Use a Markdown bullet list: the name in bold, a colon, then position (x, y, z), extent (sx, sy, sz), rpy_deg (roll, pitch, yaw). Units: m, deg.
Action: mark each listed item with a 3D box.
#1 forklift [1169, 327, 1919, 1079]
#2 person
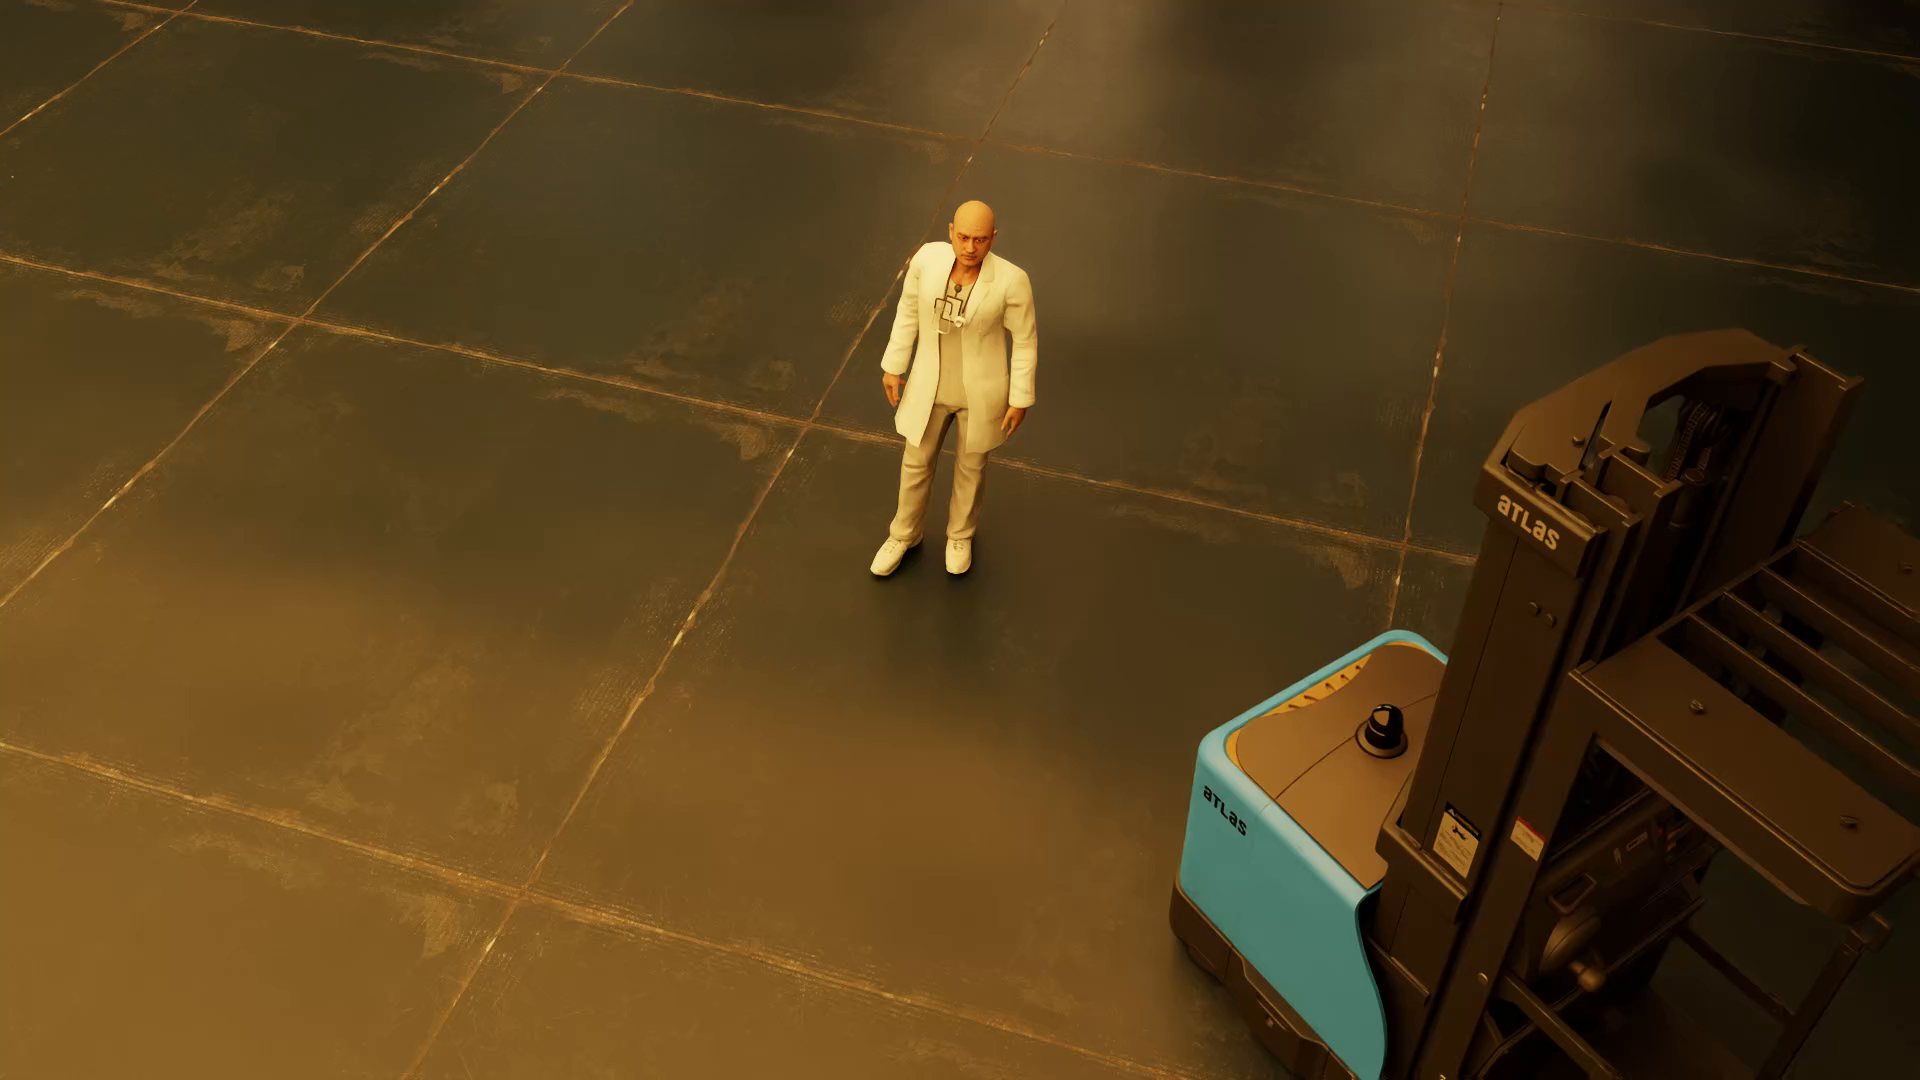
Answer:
- **forklift**: position (2.030, 1.022, 4.590), extent (1.130, 2.935, 3.031), rpy_deg (-25, 48, -25)
- **person**: position (-0.031, -0.597, 7.167), extent (0.698, 1.777, 0.578), rpy_deg (12, 44, 13)
